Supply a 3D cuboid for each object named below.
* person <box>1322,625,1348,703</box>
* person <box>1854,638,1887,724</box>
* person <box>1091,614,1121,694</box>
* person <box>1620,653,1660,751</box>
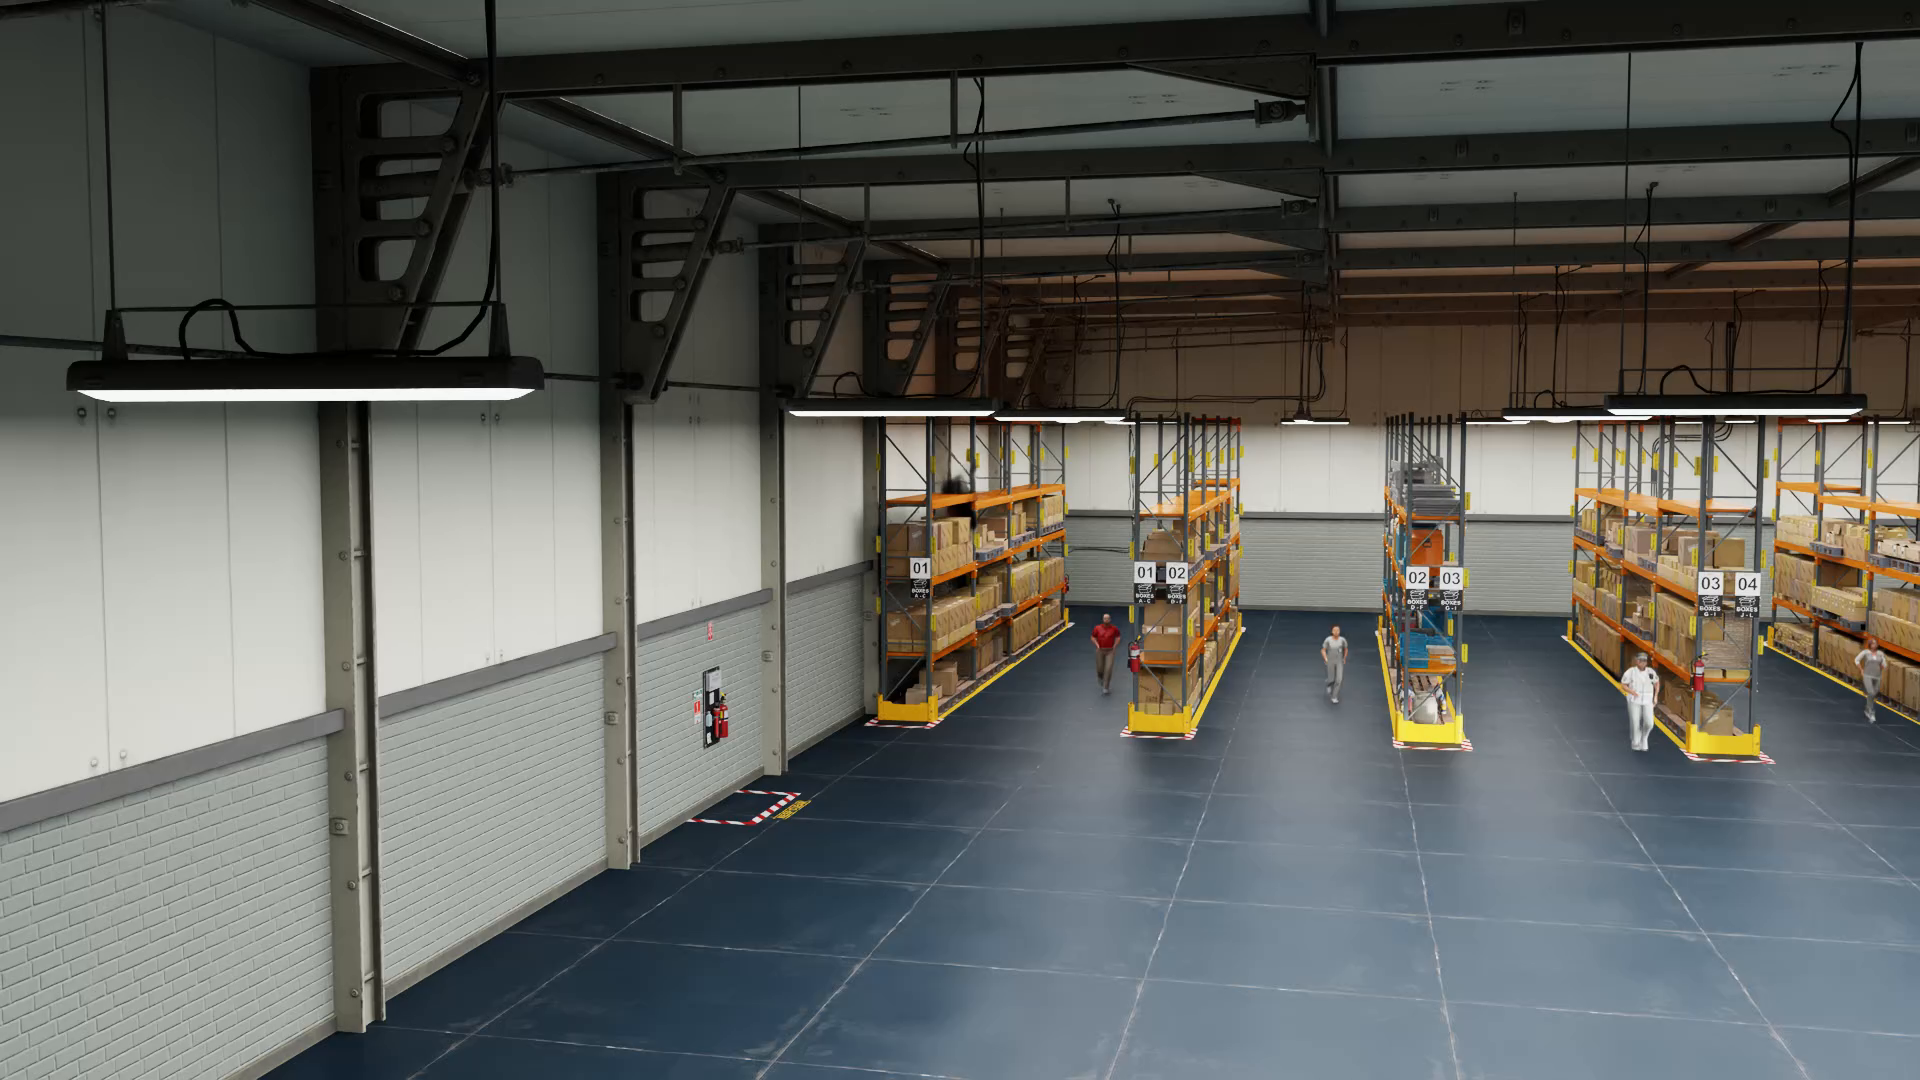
[{"bbox_3d":[7.844,2.564,34.823,0.550,1.621,0.622,0,4,4],"label":"person"},{"bbox_3d":[17.776,2.720,32.431,0.521,1.636,0.675,1,4,8],"label":"person"},{"bbox_3d":[3.162,2.436,36.004,0.660,1.699,0.772,0,4,3],"label":"person"},{"bbox_3d":[12.039,2.869,29.383,0.683,1.778,0.579,1,4,11],"label":"person"}]
